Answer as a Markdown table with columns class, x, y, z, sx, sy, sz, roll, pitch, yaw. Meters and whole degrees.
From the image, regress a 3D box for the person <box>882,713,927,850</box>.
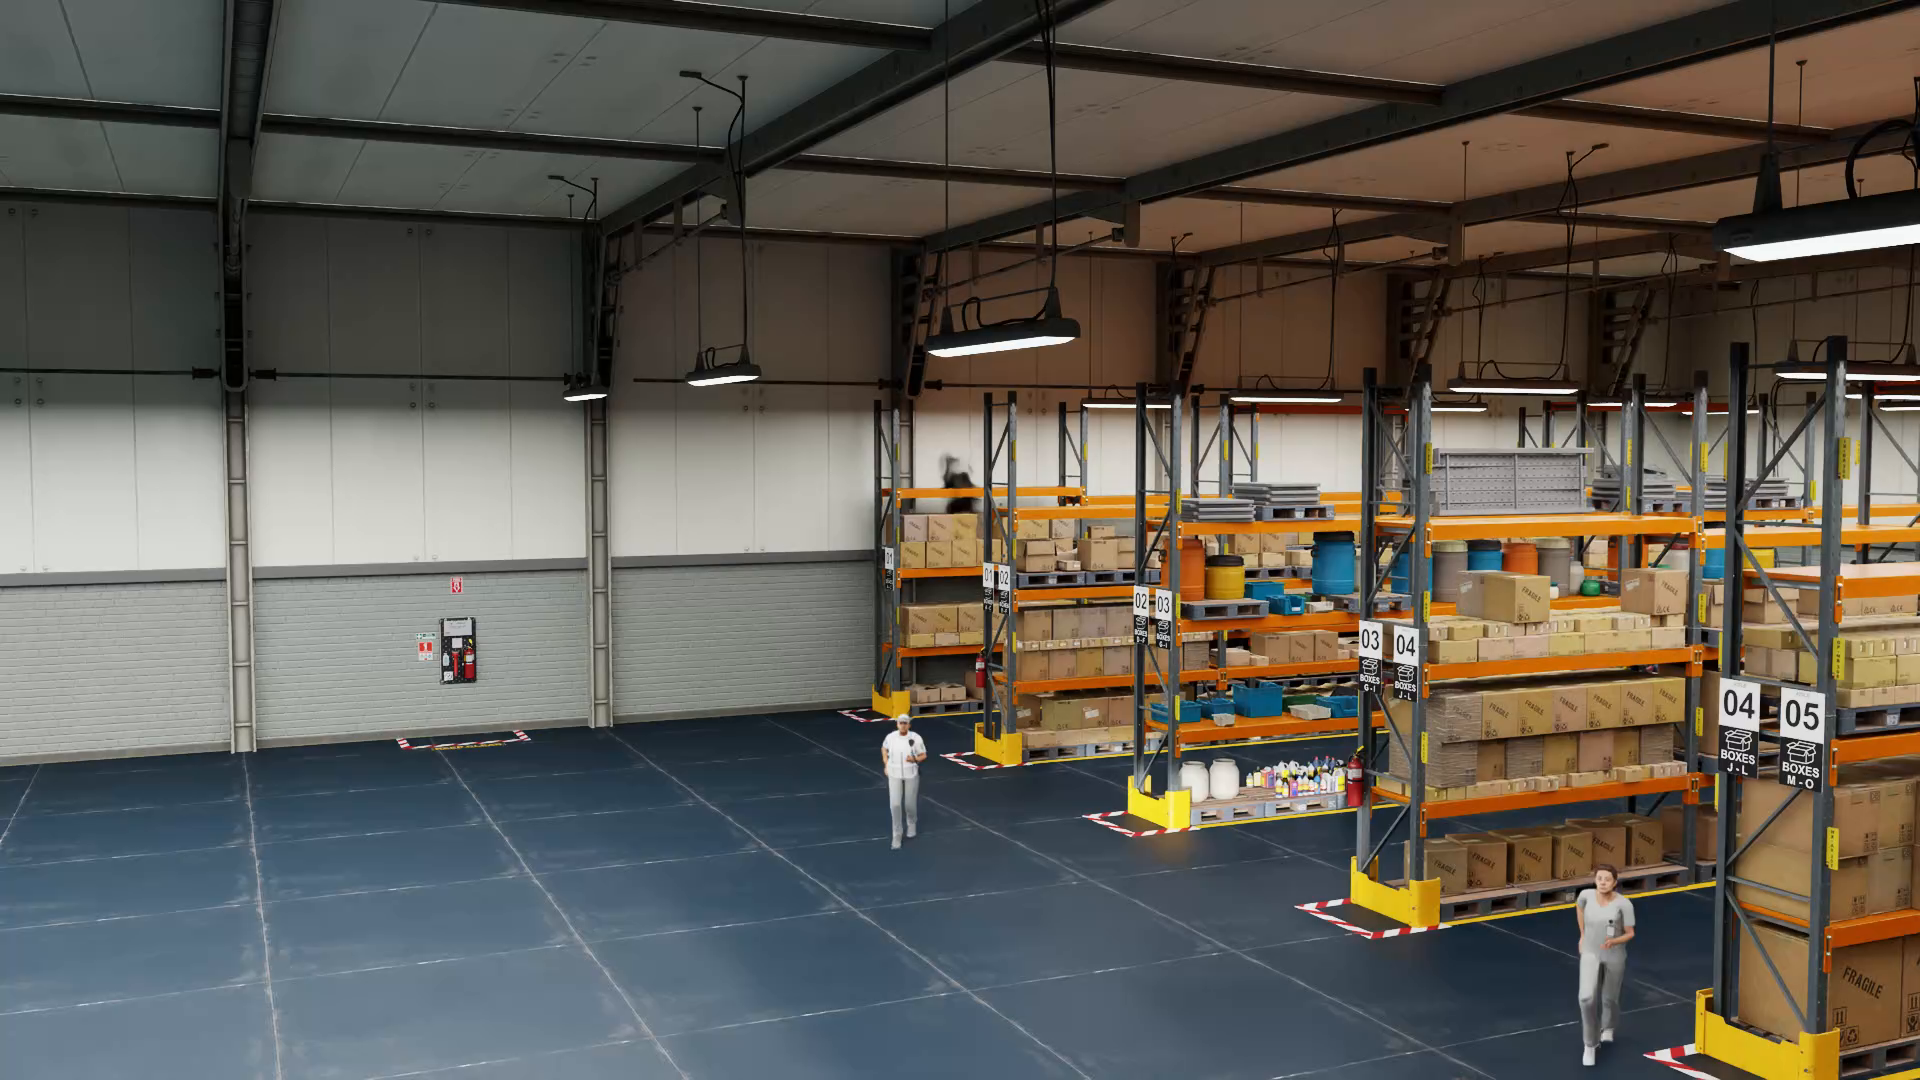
| class | x | y | z | sx | sy | sz | roll | pitch | yaw |
| --- | --- | --- | --- | --- | --- | --- | --- | --- | --- |
| person | -0.724 | 3.084 | 21.493 | 0.595 | 1.708 | 0.777 | 0 | 3 | 2 |

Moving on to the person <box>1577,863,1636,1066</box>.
| class | x | y | z | sx | sy | sz | roll | pitch | yaw |
| --- | --- | --- | --- | --- | --- | --- | --- | --- | --- |
| person | 5.421 | 3.530 | 13.986 | 0.481 | 1.691 | 0.847 | 2 | 4 | 25 |
